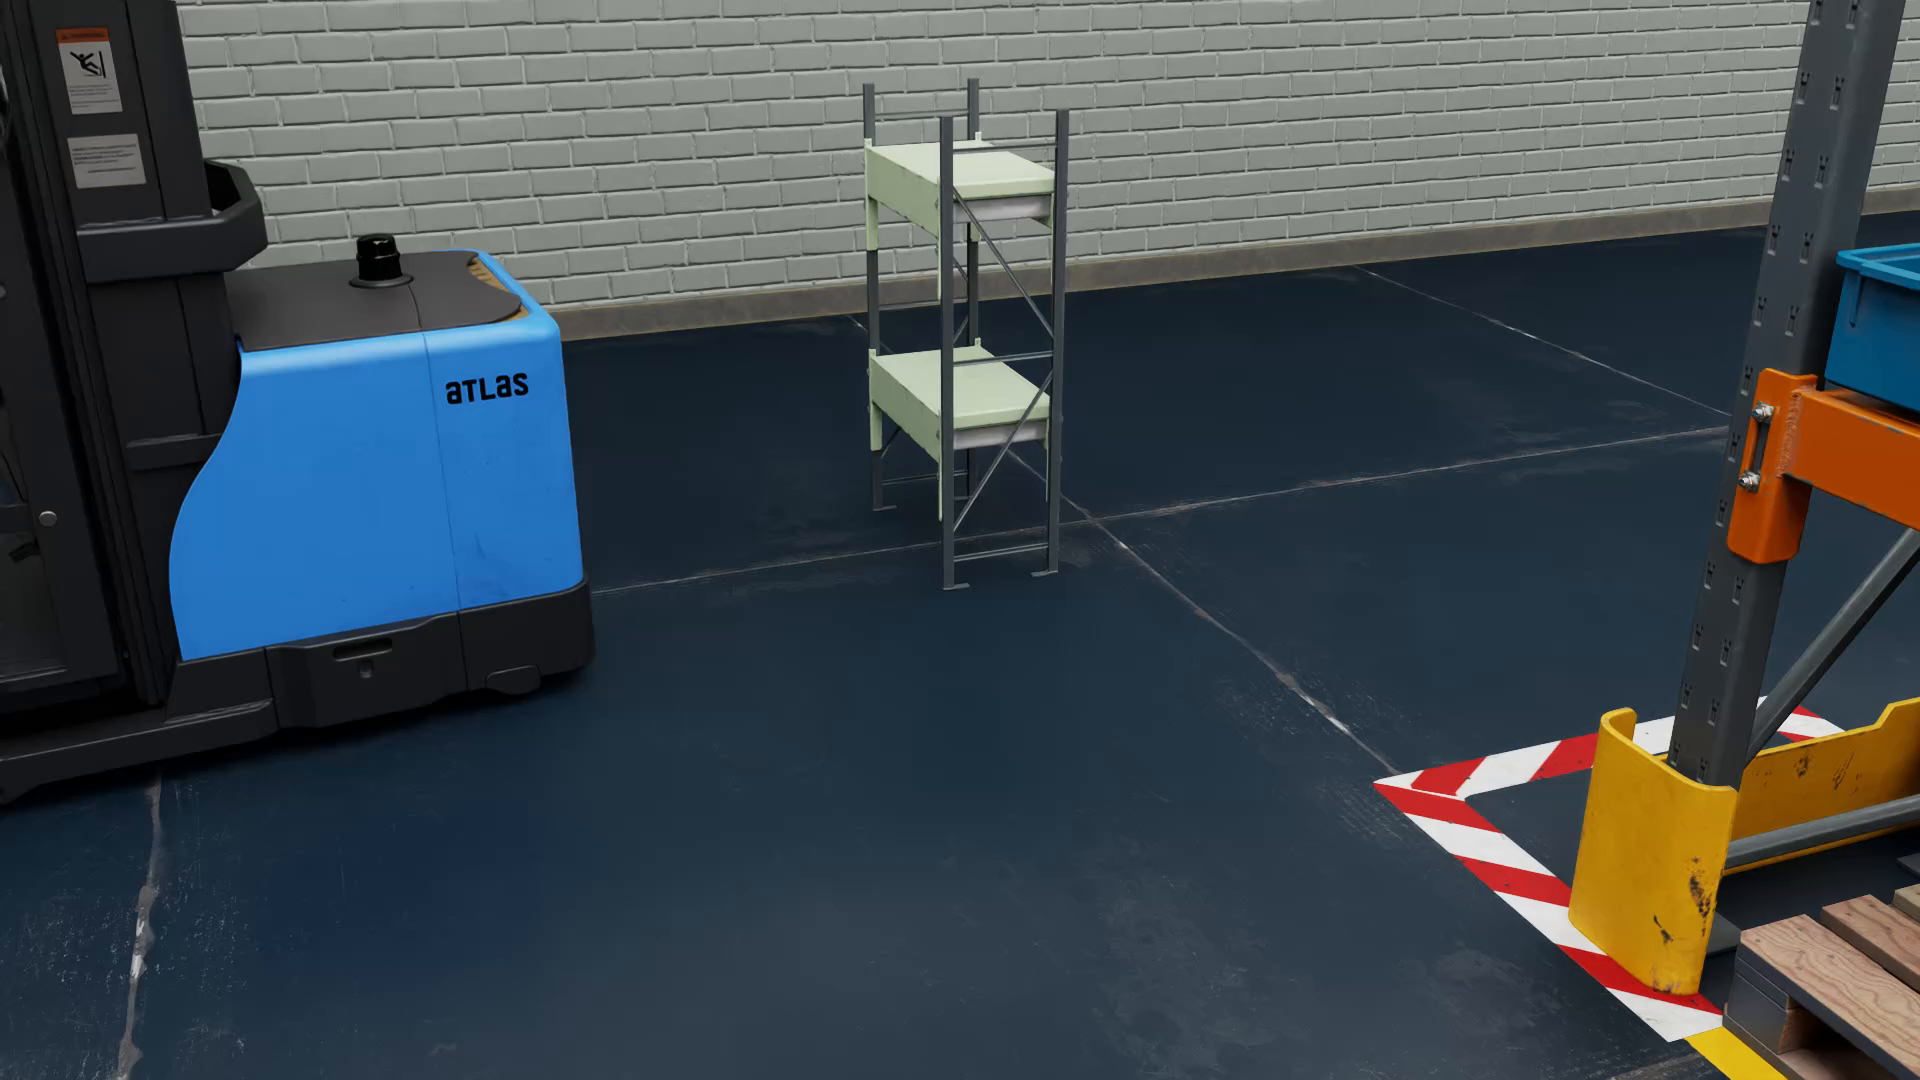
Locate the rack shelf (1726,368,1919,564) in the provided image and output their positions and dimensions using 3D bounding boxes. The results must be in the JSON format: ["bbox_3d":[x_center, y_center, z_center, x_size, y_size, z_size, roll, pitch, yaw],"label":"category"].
[{"bbox_3d":[2.681,0.504,1.619,1.077,0.370,4.000,-8,24,-19],"label":"rack shelf"}]

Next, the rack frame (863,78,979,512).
[{"bbox_3d":[-0.127,-0.822,5.768,0.400,1.500,0.023,-8,24,-19],"label":"rack frame"}]

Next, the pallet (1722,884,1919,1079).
[{"bbox_3d":[2.230,1.035,3.022,1.003,0.211,1.213,-8,24,-19],"label":"pallet"}]

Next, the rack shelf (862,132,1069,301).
[{"bbox_3d":[0.002,-1.048,5.301,0.431,0.370,0.720,-8,24,-19],"label":"rack shelf"}]

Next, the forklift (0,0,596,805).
[{"bbox_3d":[-2.603,-0.857,4.009,3.031,2.935,1.130,-11,25,-24],"label":"forklift"}]

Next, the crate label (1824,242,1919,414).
[{"bbox_3d":[1.754,-0.370,2.905,0.416,0.233,0.303,-8,24,-19],"label":"crate label"}]

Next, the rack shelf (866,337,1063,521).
[{"bbox_3d":[0.002,-0.388,5.580,0.431,0.370,0.720,-8,24,-19],"label":"rack shelf"}]

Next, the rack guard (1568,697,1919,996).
[{"bbox_3d":[1.954,0.590,3.706,1.175,0.500,0.348,-8,24,-19],"label":"rack guard"}]

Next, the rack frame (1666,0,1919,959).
[{"bbox_3d":[1.974,-0.555,3.204,1.000,3.000,0.127,-8,24,-19],"label":"rack frame"}]

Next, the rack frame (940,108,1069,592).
[{"bbox_3d":[0.132,-0.556,5.137,0.400,1.500,0.023,-8,24,-19],"label":"rack frame"}]

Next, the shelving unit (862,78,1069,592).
[{"bbox_3d":[0.002,-0.689,5.453,0.431,1.500,0.755,-8,24,-19],"label":"shelving unit"}]
